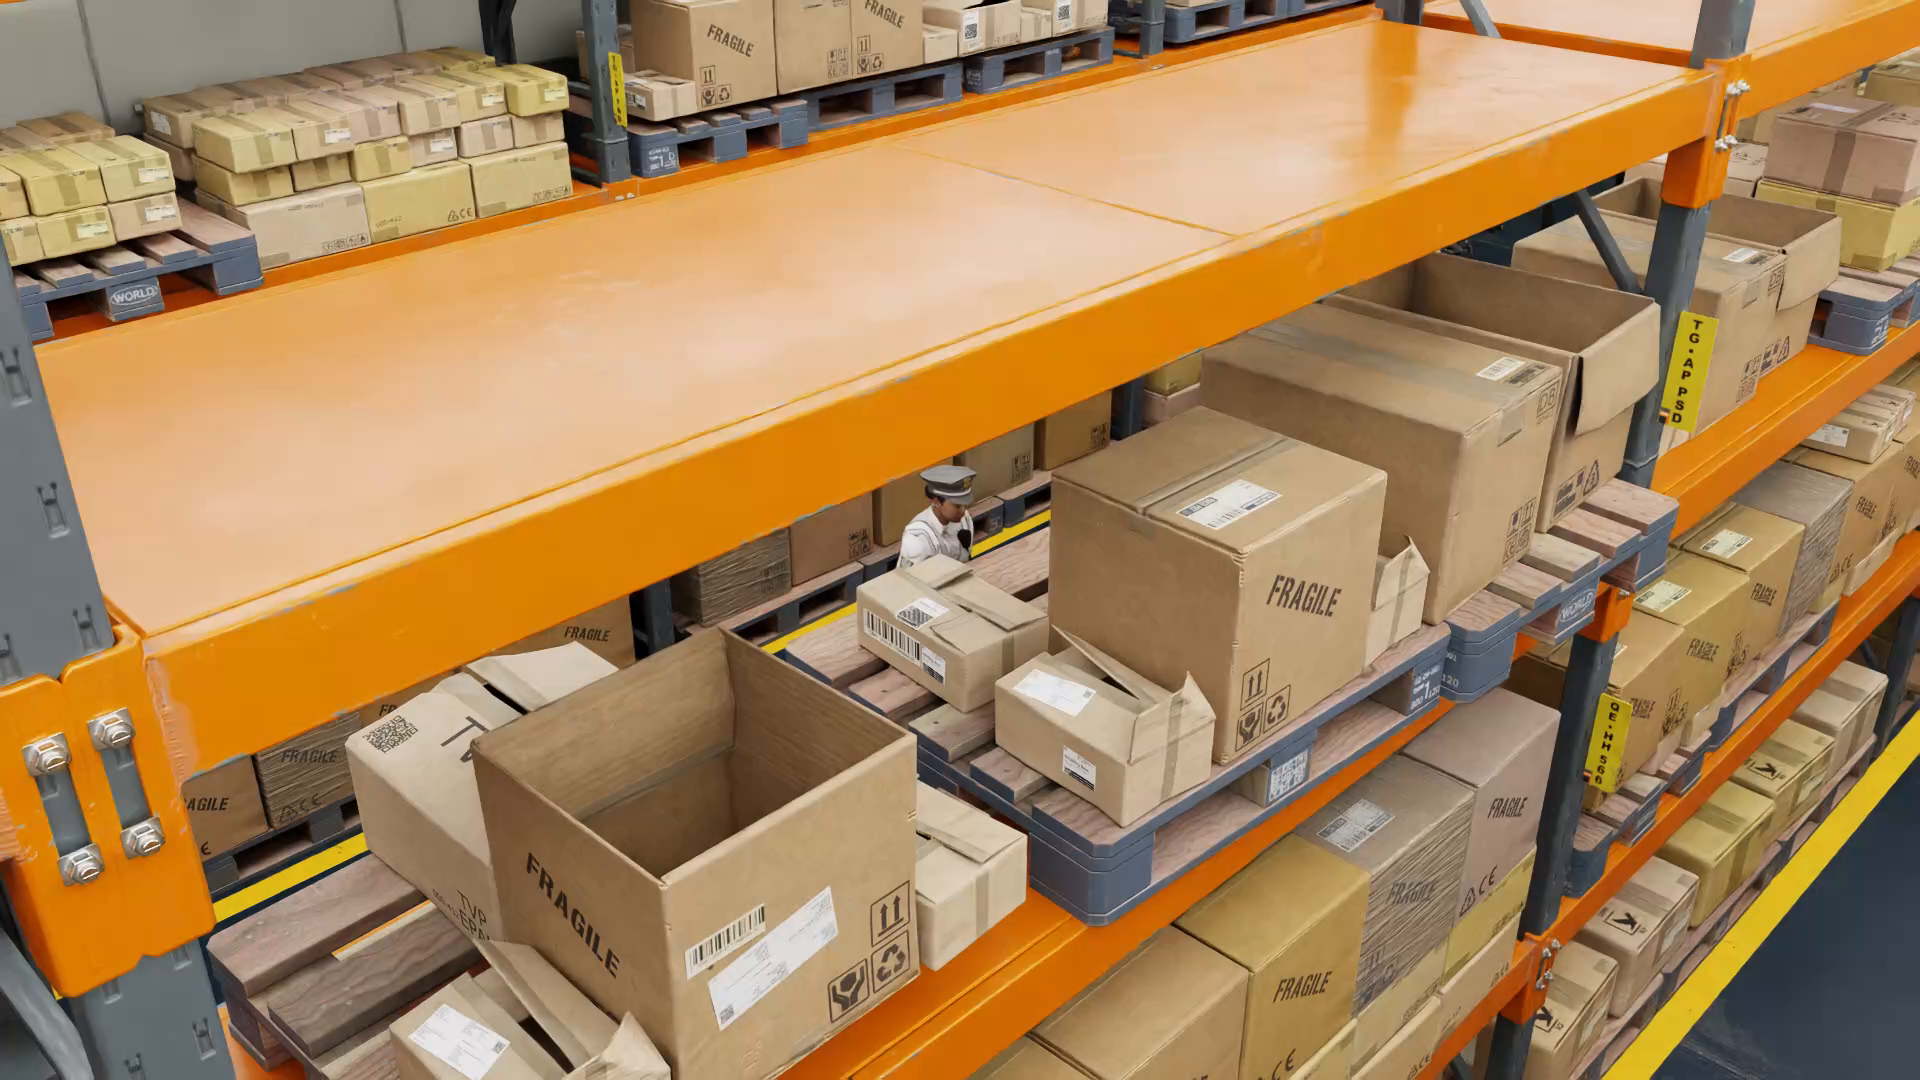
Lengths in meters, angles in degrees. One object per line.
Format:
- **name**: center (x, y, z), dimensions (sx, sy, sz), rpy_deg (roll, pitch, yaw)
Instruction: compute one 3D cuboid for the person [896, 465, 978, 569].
- **person**: center (-0.105, 0.391, 8.163), dimensions (0.378, 1.663, 0.537), rpy_deg (24, 36, 37)
